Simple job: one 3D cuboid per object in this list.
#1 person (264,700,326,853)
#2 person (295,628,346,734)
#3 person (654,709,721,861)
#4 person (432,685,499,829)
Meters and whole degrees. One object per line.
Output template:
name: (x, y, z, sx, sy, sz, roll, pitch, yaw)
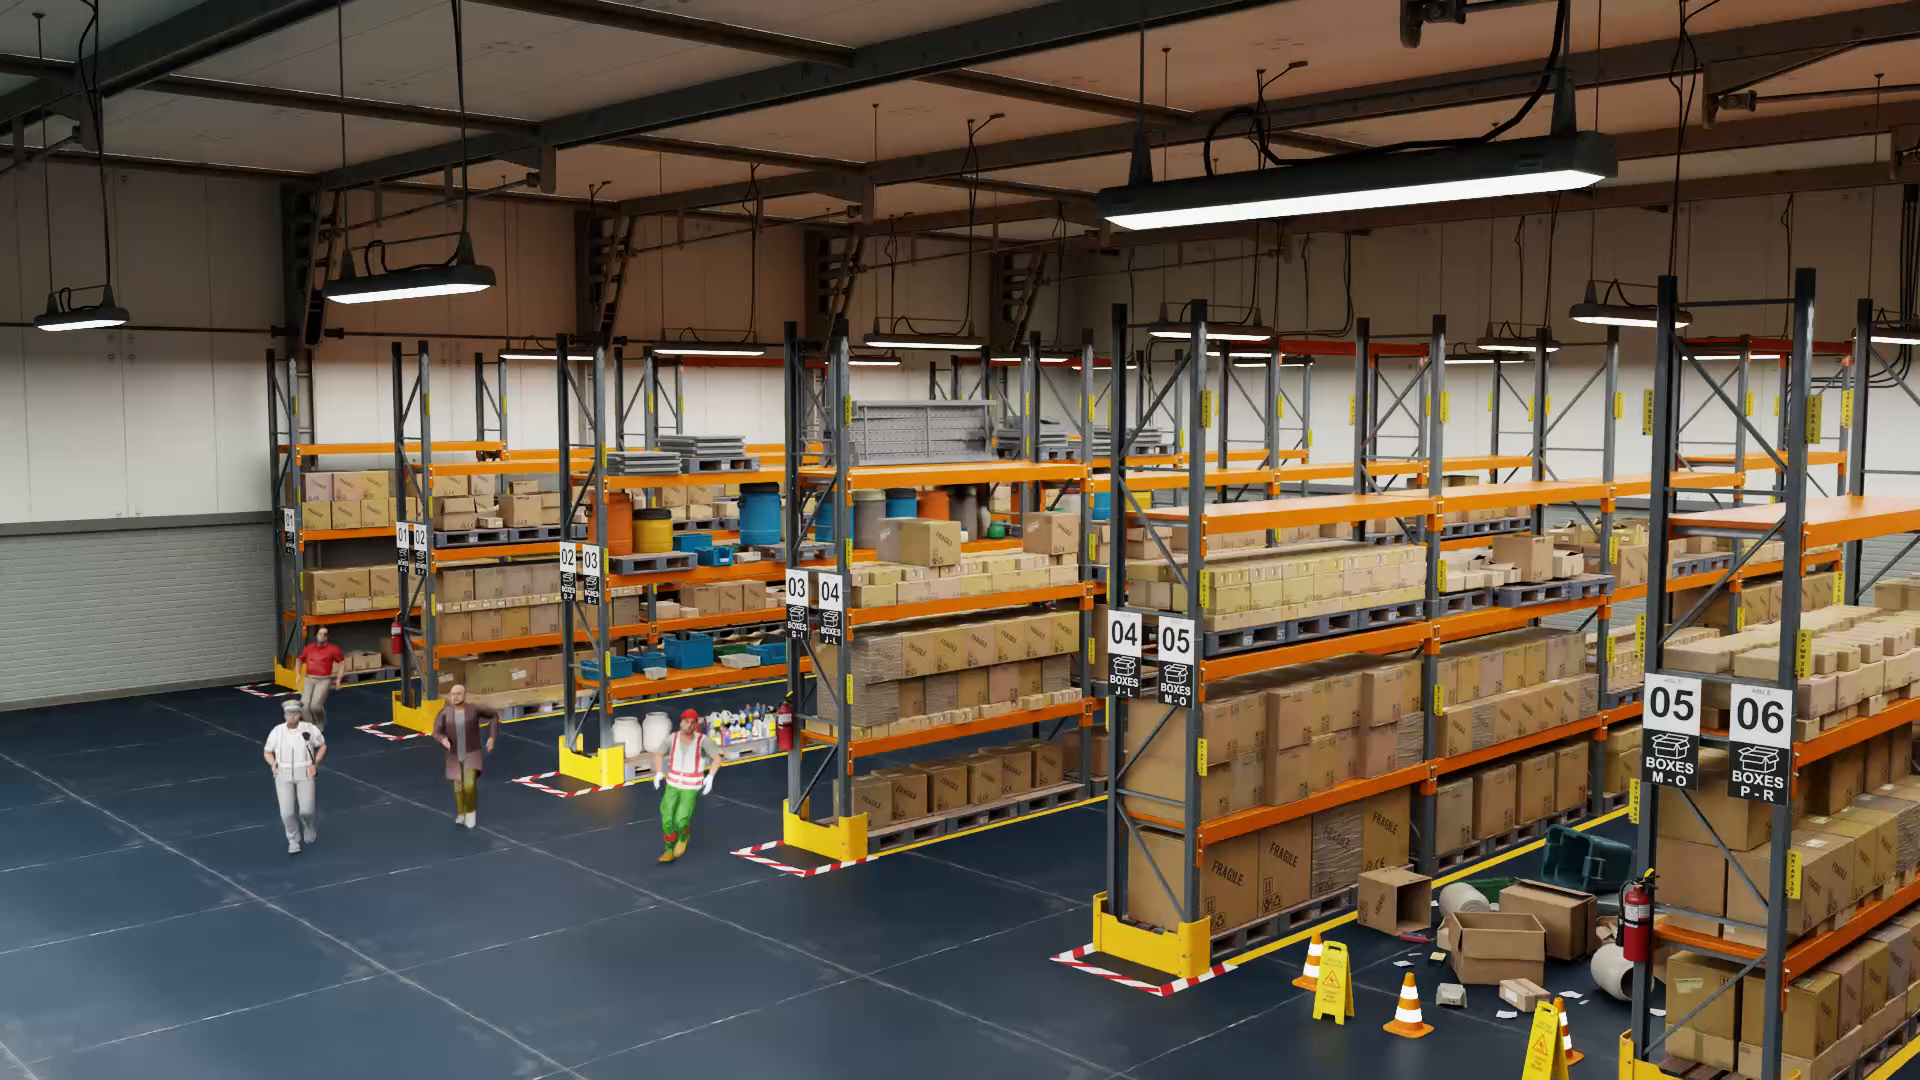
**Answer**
person: (-7.541, 2.666, 18.839, 0.642, 1.733, 0.618, -2, 5, -17)
person: (-9.700, 2.200, 25.099, 0.718, 1.613, 0.535, 0, 5, 2)
person: (-3.043, 2.720, 18.315, 0.718, 1.713, 0.526, 1, 5, 8)
person: (-5.870, 2.609, 19.728, 0.730, 1.659, 0.903, 0, 5, -3)
